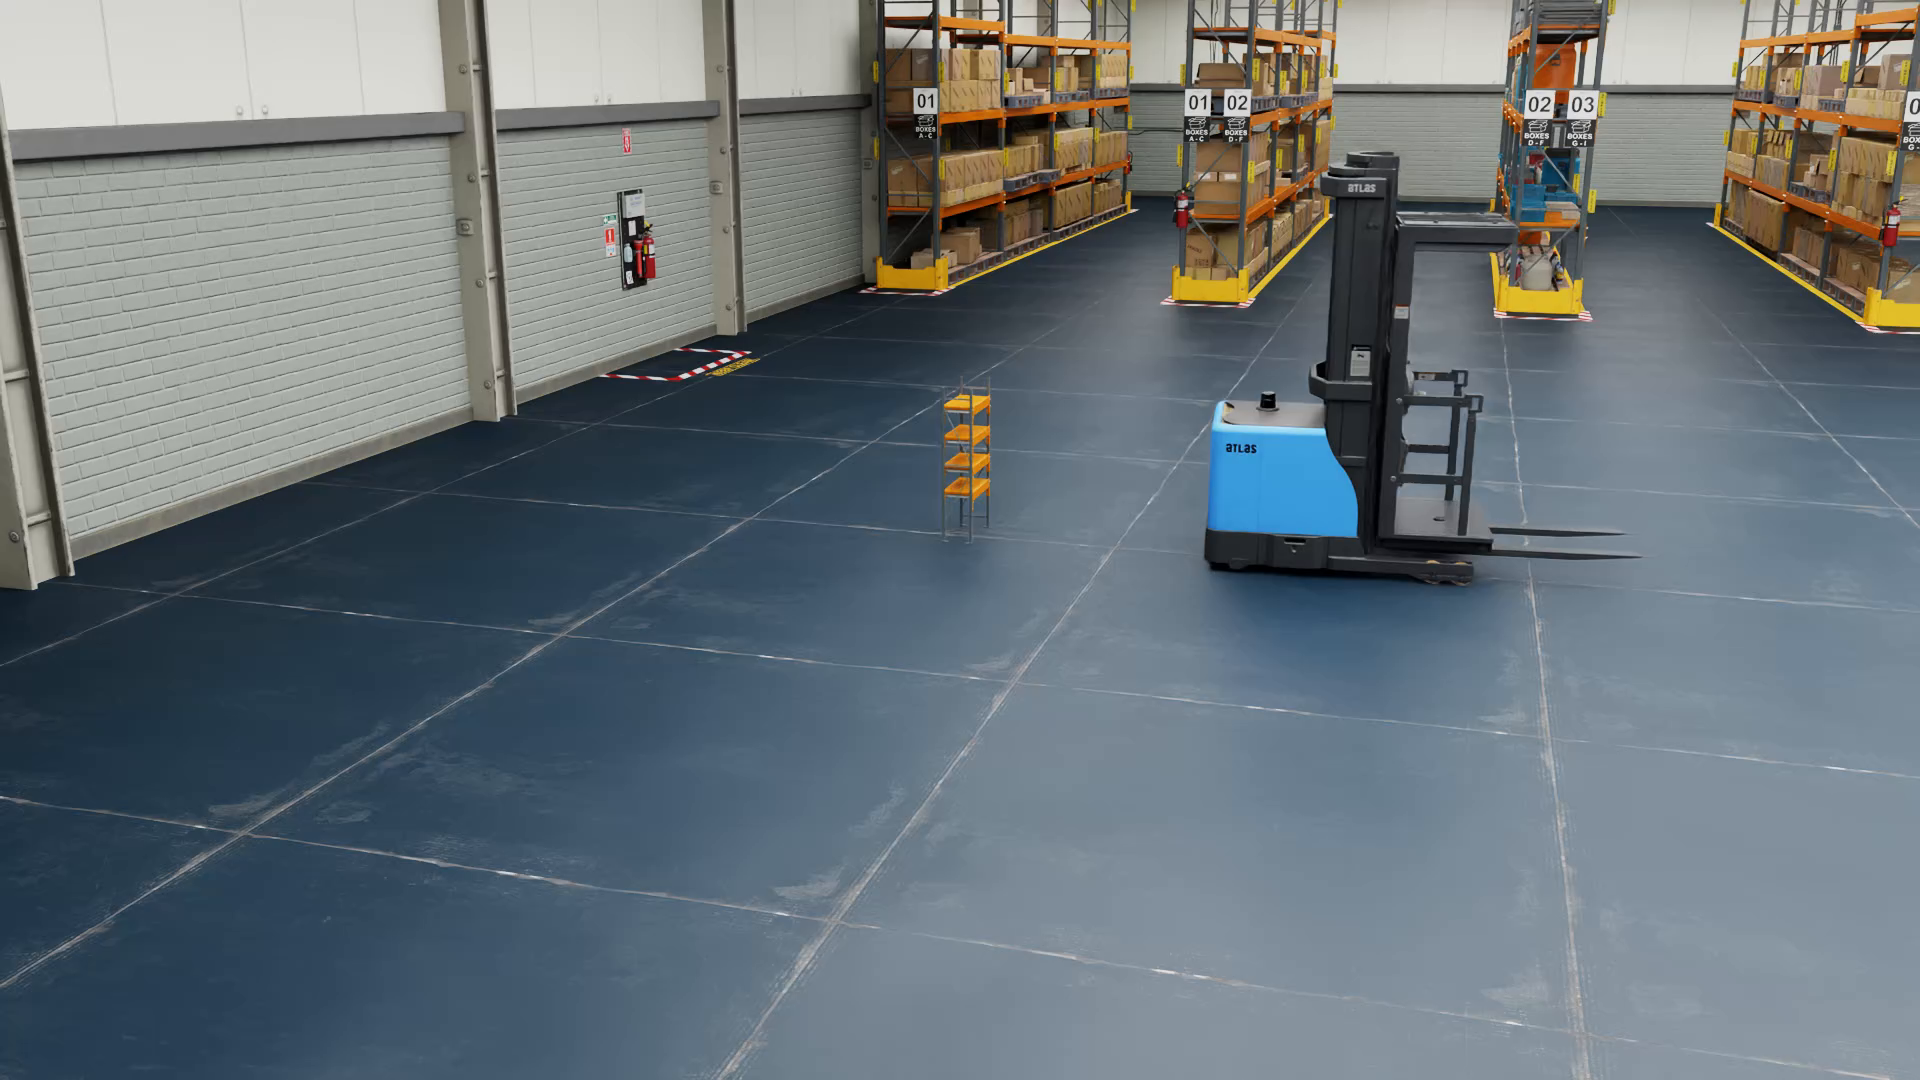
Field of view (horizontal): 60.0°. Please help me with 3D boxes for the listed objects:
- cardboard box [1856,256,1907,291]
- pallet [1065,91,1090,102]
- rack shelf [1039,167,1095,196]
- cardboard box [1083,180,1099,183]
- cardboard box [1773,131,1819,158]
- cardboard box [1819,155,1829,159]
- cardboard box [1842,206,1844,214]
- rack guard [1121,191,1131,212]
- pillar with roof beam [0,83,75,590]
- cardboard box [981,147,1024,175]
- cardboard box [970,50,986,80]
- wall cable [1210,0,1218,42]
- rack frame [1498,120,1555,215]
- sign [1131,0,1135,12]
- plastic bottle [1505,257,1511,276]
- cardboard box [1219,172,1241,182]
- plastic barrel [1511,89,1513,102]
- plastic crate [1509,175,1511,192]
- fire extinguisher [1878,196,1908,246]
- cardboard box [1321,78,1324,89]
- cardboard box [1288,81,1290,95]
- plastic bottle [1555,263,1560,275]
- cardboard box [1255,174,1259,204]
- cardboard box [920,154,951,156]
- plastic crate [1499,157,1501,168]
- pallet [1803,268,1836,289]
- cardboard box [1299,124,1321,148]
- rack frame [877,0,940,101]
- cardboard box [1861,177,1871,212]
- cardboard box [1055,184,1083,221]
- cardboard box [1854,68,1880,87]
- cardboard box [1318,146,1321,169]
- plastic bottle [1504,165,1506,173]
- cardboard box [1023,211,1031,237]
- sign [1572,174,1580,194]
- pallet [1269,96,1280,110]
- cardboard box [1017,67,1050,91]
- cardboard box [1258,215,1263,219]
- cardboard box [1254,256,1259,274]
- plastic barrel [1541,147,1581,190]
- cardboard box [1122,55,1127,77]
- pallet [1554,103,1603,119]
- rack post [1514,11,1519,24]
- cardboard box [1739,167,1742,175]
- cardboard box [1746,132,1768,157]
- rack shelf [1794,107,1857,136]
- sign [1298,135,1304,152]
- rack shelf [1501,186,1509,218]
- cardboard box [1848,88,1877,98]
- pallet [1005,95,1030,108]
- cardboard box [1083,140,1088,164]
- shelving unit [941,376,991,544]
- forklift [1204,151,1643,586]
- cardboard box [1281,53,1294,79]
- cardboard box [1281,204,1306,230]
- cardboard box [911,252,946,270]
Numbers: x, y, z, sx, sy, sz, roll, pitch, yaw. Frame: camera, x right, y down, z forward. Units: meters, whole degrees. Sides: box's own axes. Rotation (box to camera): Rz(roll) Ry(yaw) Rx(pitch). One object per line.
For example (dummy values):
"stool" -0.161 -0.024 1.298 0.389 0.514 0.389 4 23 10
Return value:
"cardboard box" 14.158 -4.089 25.559 0.500 0.500 0.500 3 16 11
"pallet" 2.380 -9.862 36.957 0.805 0.209 1.217 4 16 14
"rack shelf" 2.025 -7.886 36.453 1.077 0.370 4.000 5 16 16
"cardboard box" 3.184 -8.706 40.648 0.380 0.149 0.250 5 17 17
"cardboard box" 16.461 -7.787 32.765 0.797 0.503 0.637 5 17 16
"cardboard box" 15.526 -6.508 29.325 0.700 0.500 0.500 7 17 24
"cardboard box" 14.027 -5.158 25.977 0.380 0.149 0.250 5 16 16
"rack guard" 3.737 -8.605 42.252 1.175 0.500 0.348 5 16 16
"pillar with roof beam" -2.435 -3.709 9.414 9.100 9.000 0.400 5 16 16
"cardboard box" 0.820 -7.373 32.336 0.700 0.500 0.500 7 17 24
"cardboard box" 0.153 -8.210 28.729 0.500 0.500 0.500 4 16 14
"wall cable" 8.274 -14.866 45.184 3.097 2.526 0.112 5 16 16
"rack frame" 12.092 -7.987 35.491 1.000 3.000 0.127 5 16 16
"sign" 4.246 -13.129 40.770 0.100 0.325 0.005 5 16 16
"plastic bottle" 9.017 -4.491 27.216 0.144 0.351 0.185 4 16 15
"cardboard box" 4.251 -5.678 25.981 0.380 0.149 0.250 5 16 15
"plastic barrel" 10.573 -8.380 31.174 0.421 0.512 0.421 0 16 0
"plastic crate" 9.833 -6.199 29.216 0.392 0.384 0.575 5 16 16
"fire extinguisher" 12.956 -4.432 23.099 0.296 0.674 0.183 5 16 16
"cardboard box" 7.860 -10.222 37.233 0.500 0.250 0.500 5 16 16
"cardboard box" 6.132 -8.775 32.279 0.500 0.250 0.500 3 16 12
"plastic bottle" 9.621 -4.312 26.730 0.097 0.271 0.097 0 16 0
"cardboard box" 4.660 -5.941 28.095 0.700 0.500 0.500 5 17 17
"cardboard box" -0.449 -6.452 28.943 0.500 0.500 0.500 5 17 17
"plastic crate" 12.383 -8.520 37.566 0.416 0.233 0.300 5 16 16
"pallet" 14.787 -4.372 27.856 1.003 0.211 1.213 5 16 16
"cardboard box" 7.747 -9.002 37.056 0.500 0.500 0.500 5 17 17
"rack frame" -0.817 -8.502 26.312 1.000 3.000 0.127 5 16 16
"cardboard box" 13.823 -5.064 24.457 0.875 0.500 0.500 5 16 16
"cardboard box" 2.283 -7.510 36.979 0.750 0.750 0.750 5 17 18
"cardboard box" 14.795 -7.320 26.683 0.797 0.503 0.637 4 16 13
"cardboard box" 7.892 -8.666 37.703 0.500 0.500 0.500 5 17 17
"plastic bottle" 11.491 -7.740 34.847 0.152 0.276 0.135 5 16 16
"cardboard box" 1.044 -6.399 33.669 0.700 0.500 0.500 5 16 16
"sign" 10.343 -5.981 27.913 0.100 0.325 0.005 5 16 16
"pallet" 5.308 -7.862 29.903 0.805 0.209 1.217 4 16 14
"cardboard box" 1.537 -9.540 34.481 0.700 0.500 0.500 3 16 12
"cardboard box" 5.635 -6.222 32.510 0.500 0.311 0.500 4 16 14
"cardboard box" 4.727 -4.627 27.914 0.500 0.250 0.500 5 16 16
"plastic barrel" 10.218 -6.213 28.317 0.600 0.901 0.708 5 16 16
"cardboard box" 3.783 -11.571 40.577 0.500 0.500 0.500 5 16 16
"pallet" 9.010 -6.408 24.775 1.003 0.211 1.213 5 16 16
"rack post" 11.822 -10.619 33.914 0.937 0.300 0.954 4 16 15
"cardboard box" 16.978 -7.923 35.727 0.380 0.149 0.250 4 16 15
"cardboard box" 16.861 -8.306 34.972 0.500 0.500 0.500 5 17 16
"rack shelf" 15.135 -7.130 28.291 1.077 0.370 4.000 5 16 16
"sign" 6.740 -7.840 32.852 0.100 0.325 0.005 5 16 16
"rack shelf" 10.387 -6.071 30.054 1.077 0.370 4.000 5 16 16
"cardboard box" 14.179 -7.011 26.099 0.380 0.149 0.250 4 16 14
"pallet" 0.597 -8.168 30.977 1.213 0.211 1.003 5 16 16
"cardboard box" 2.568 -8.681 37.174 0.500 0.500 0.500 5 17 16
"shelving unit" 0.047 -0.621 12.818 0.258 1.200 0.503 5 16 16
"forklift" 3.343 -1.246 11.849 3.031 2.935 1.130 3 16 10
"cardboard box" 6.337 -9.411 33.000 0.500 0.500 0.500 5 16 16
"cardboard box" 7.044 -6.837 35.210 0.500 0.500 0.500 4 16 14
"cardboard box" -0.534 -4.708 28.051 0.500 0.311 0.500 3 16 10
